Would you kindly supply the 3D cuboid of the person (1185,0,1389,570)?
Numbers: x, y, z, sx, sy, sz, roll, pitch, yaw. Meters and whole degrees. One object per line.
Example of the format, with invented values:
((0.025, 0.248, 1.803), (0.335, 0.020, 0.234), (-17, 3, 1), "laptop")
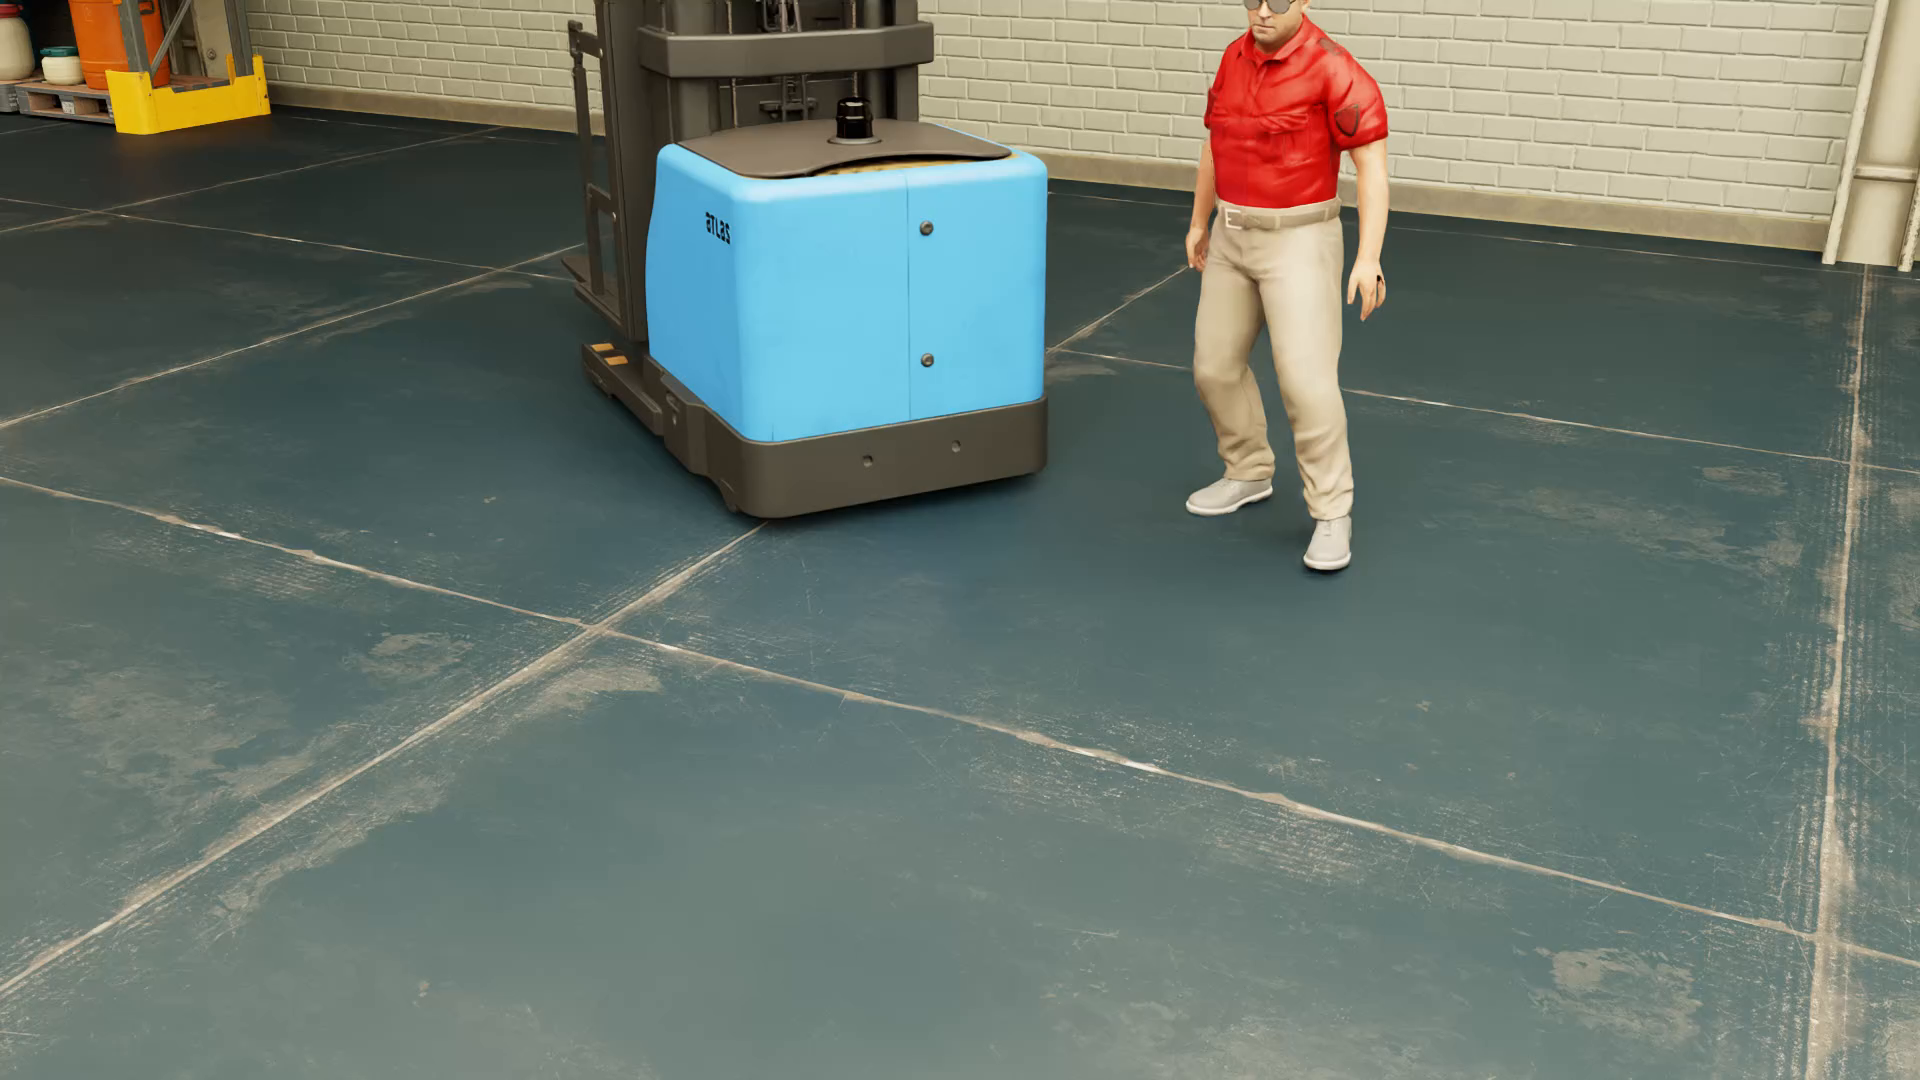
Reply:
((0.934, -0.845, 4.888), (0.390, 1.702, 0.842), (-18, 29, -37), "person")

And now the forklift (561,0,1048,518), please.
((-0.824, -1.954, 5.922), (1.130, 2.935, 3.031), (-11, 25, -24), "forklift")
